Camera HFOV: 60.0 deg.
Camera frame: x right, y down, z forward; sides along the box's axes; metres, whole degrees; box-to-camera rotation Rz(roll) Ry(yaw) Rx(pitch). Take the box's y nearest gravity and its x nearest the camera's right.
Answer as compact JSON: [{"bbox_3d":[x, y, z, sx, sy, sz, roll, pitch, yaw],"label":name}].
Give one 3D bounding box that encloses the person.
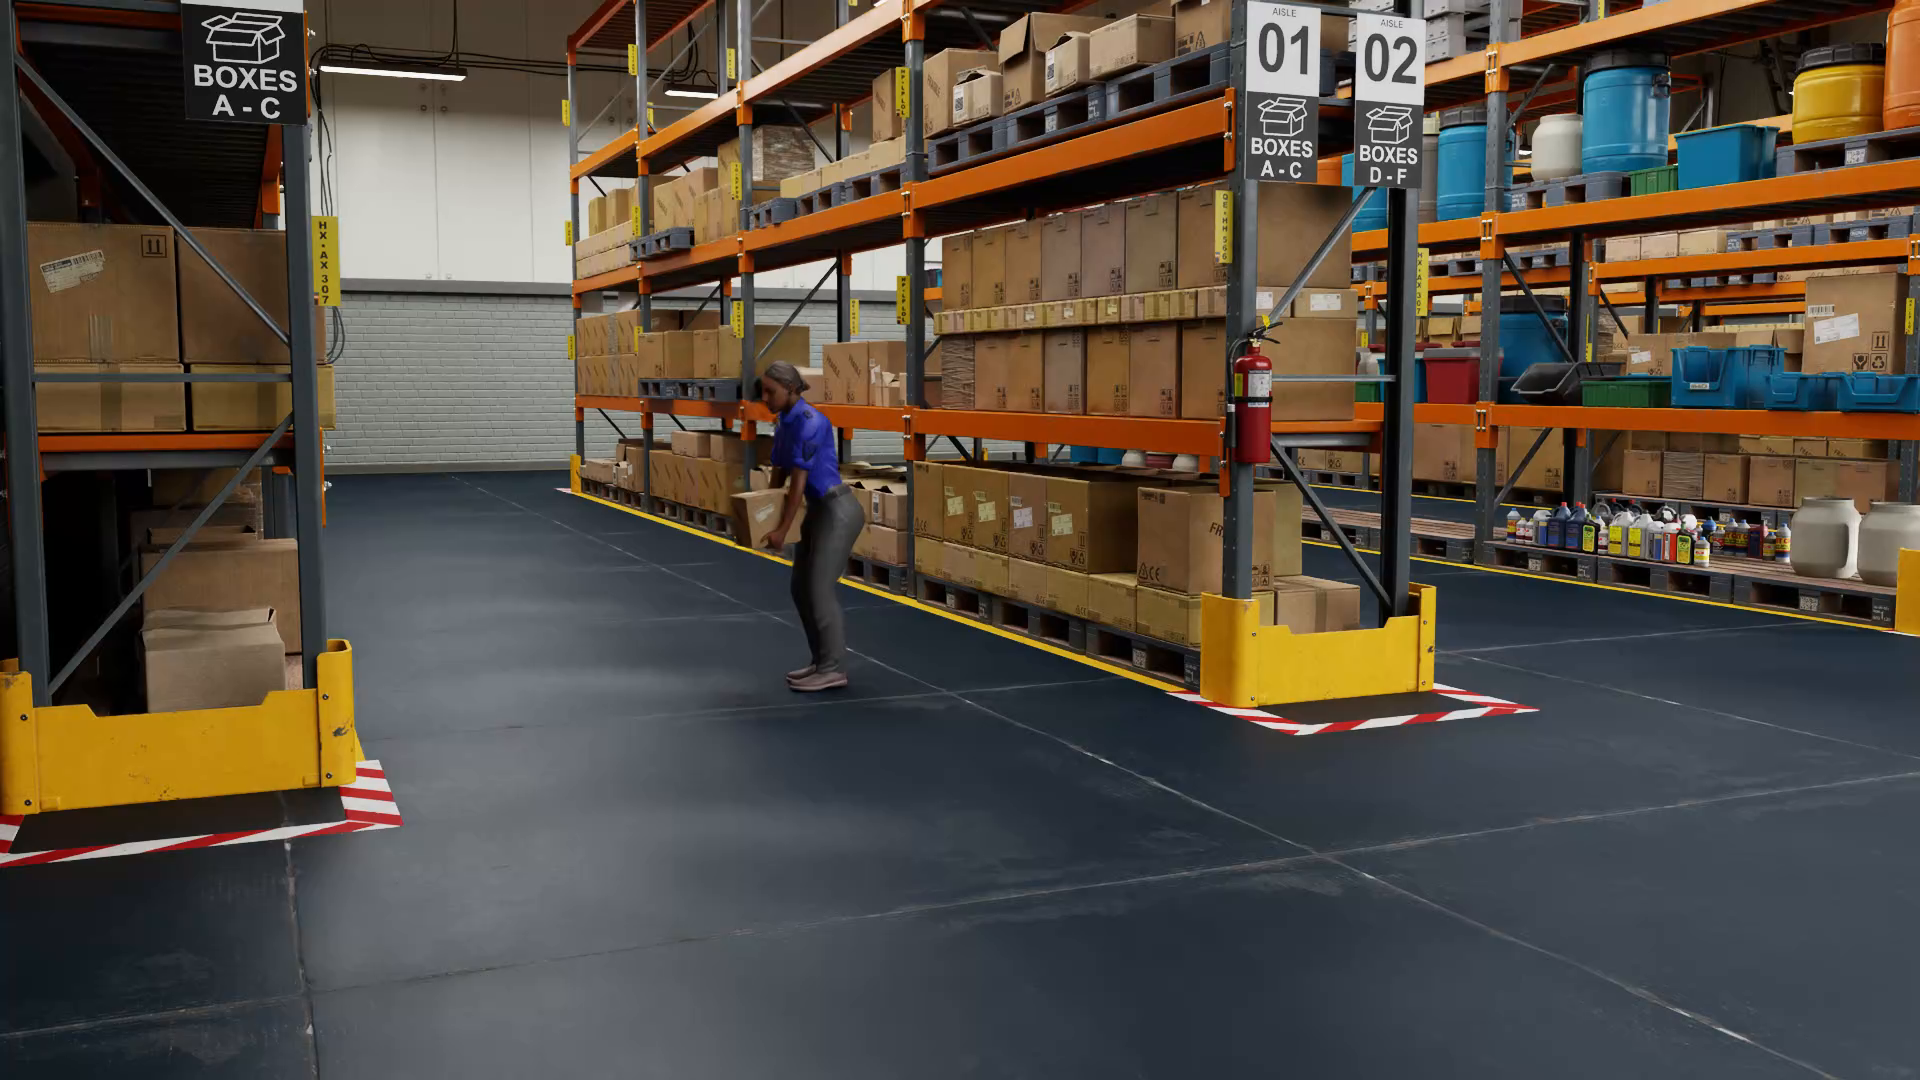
[{"bbox_3d":[-0.750,-0.070,8.118,0.560,1.599,0.413,-3,6,-25],"label":"person"}]
